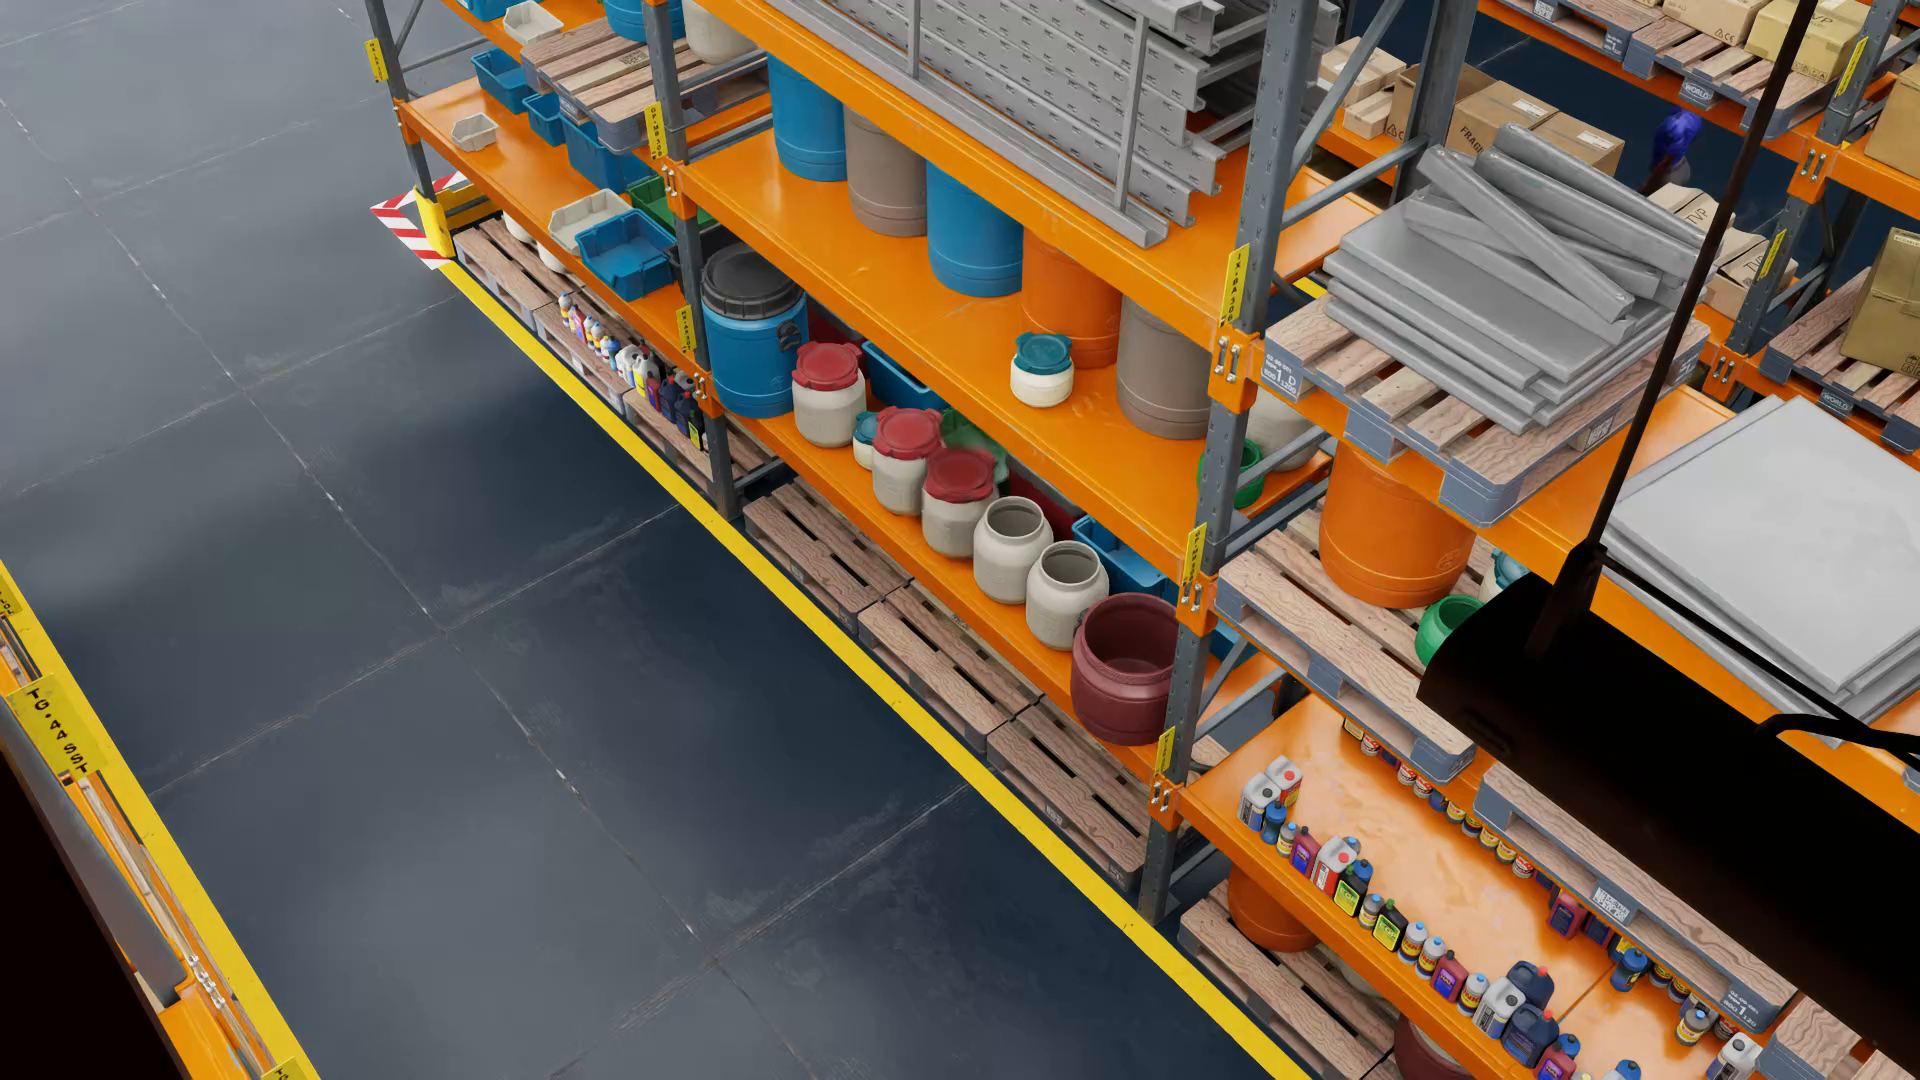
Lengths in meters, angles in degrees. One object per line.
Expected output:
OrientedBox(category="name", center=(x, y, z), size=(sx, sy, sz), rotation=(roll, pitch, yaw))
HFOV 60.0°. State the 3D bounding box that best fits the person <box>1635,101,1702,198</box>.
OrientedBox(category="person", center=(5.318, -2.686, 12.422), size=(0.554, 1.640, 0.540), rotation=(33, 55, 27))
